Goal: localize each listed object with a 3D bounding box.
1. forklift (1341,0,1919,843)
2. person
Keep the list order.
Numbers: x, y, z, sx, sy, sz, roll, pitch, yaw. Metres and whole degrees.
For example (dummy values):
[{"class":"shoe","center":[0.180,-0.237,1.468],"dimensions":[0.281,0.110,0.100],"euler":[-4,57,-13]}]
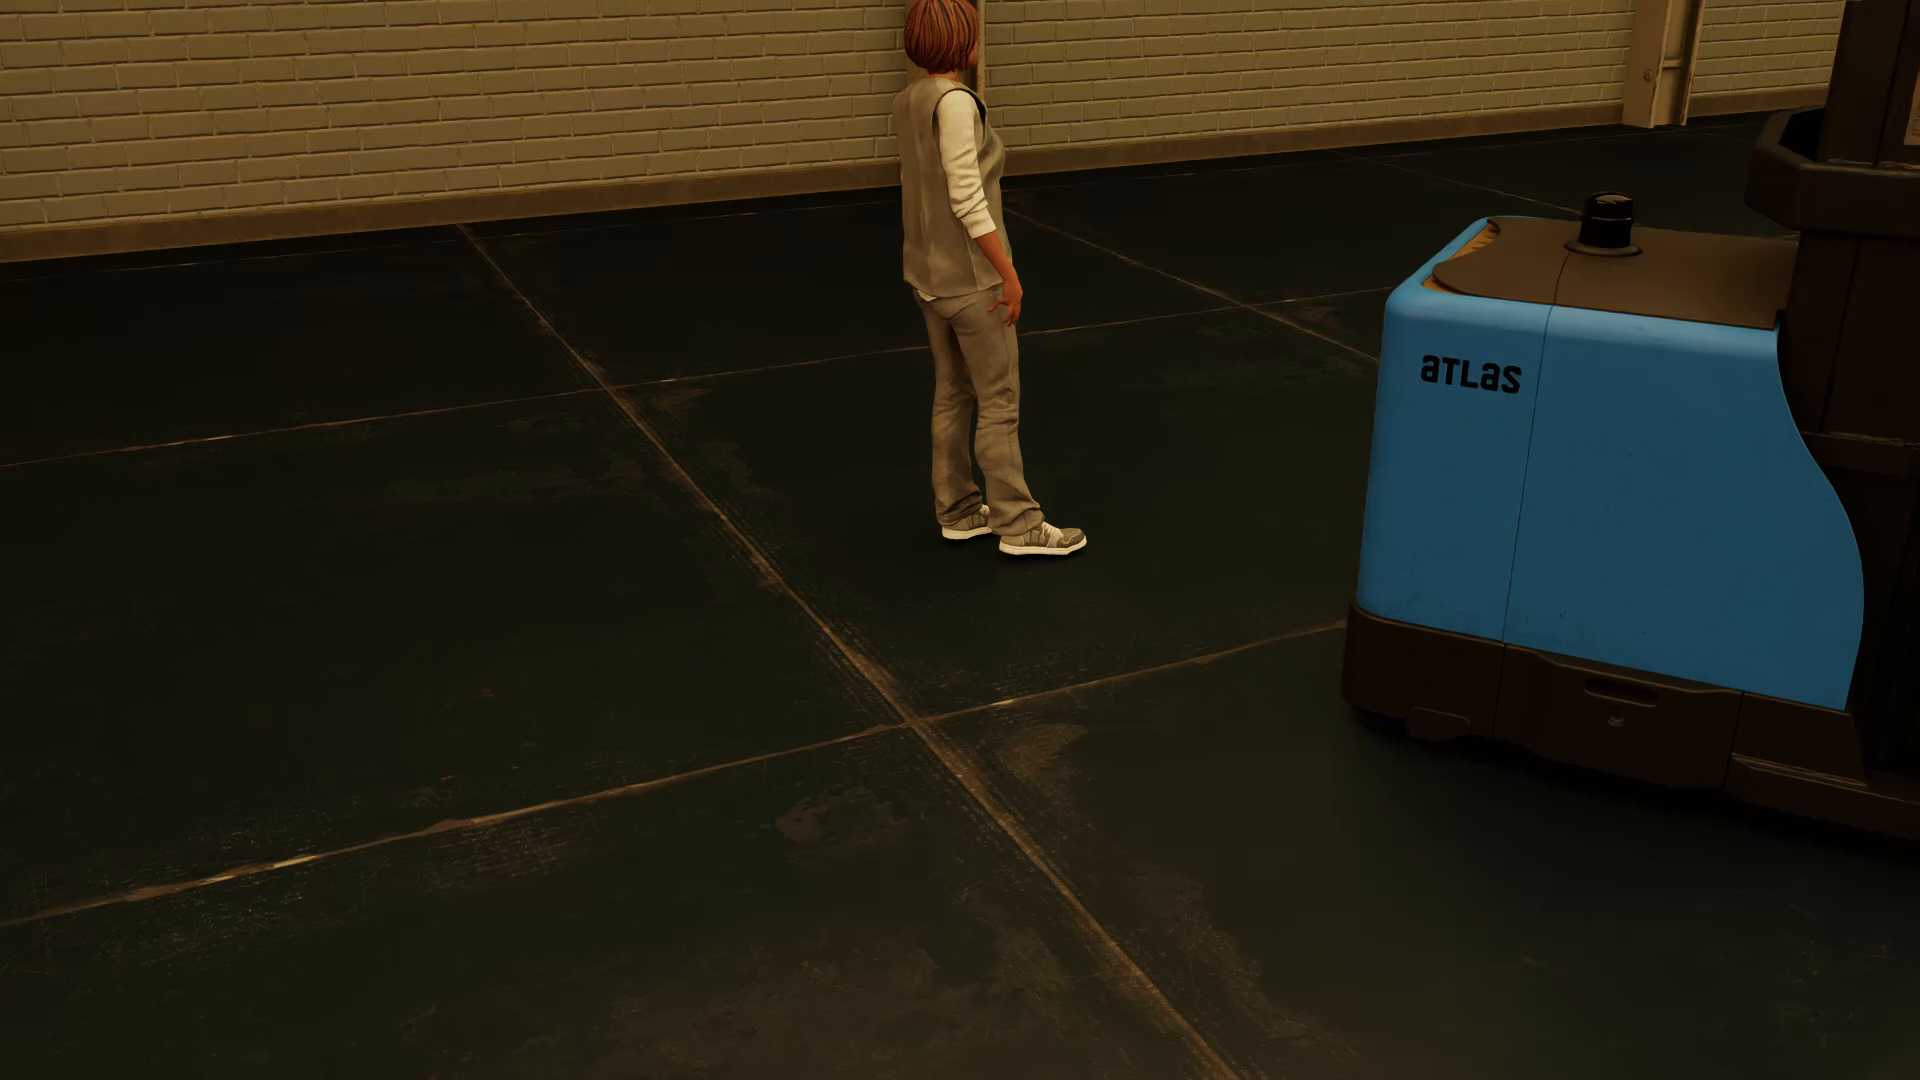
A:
[{"class":"forklift","center":[2.470,-0.803,3.220],"dimensions":[3.031,2.935,1.130],"euler":[11,25,26]},{"class":"person","center":[0.074,-0.752,4.815],"dimensions":[0.473,1.599,0.520],"euler":[-10,25,-23]}]
